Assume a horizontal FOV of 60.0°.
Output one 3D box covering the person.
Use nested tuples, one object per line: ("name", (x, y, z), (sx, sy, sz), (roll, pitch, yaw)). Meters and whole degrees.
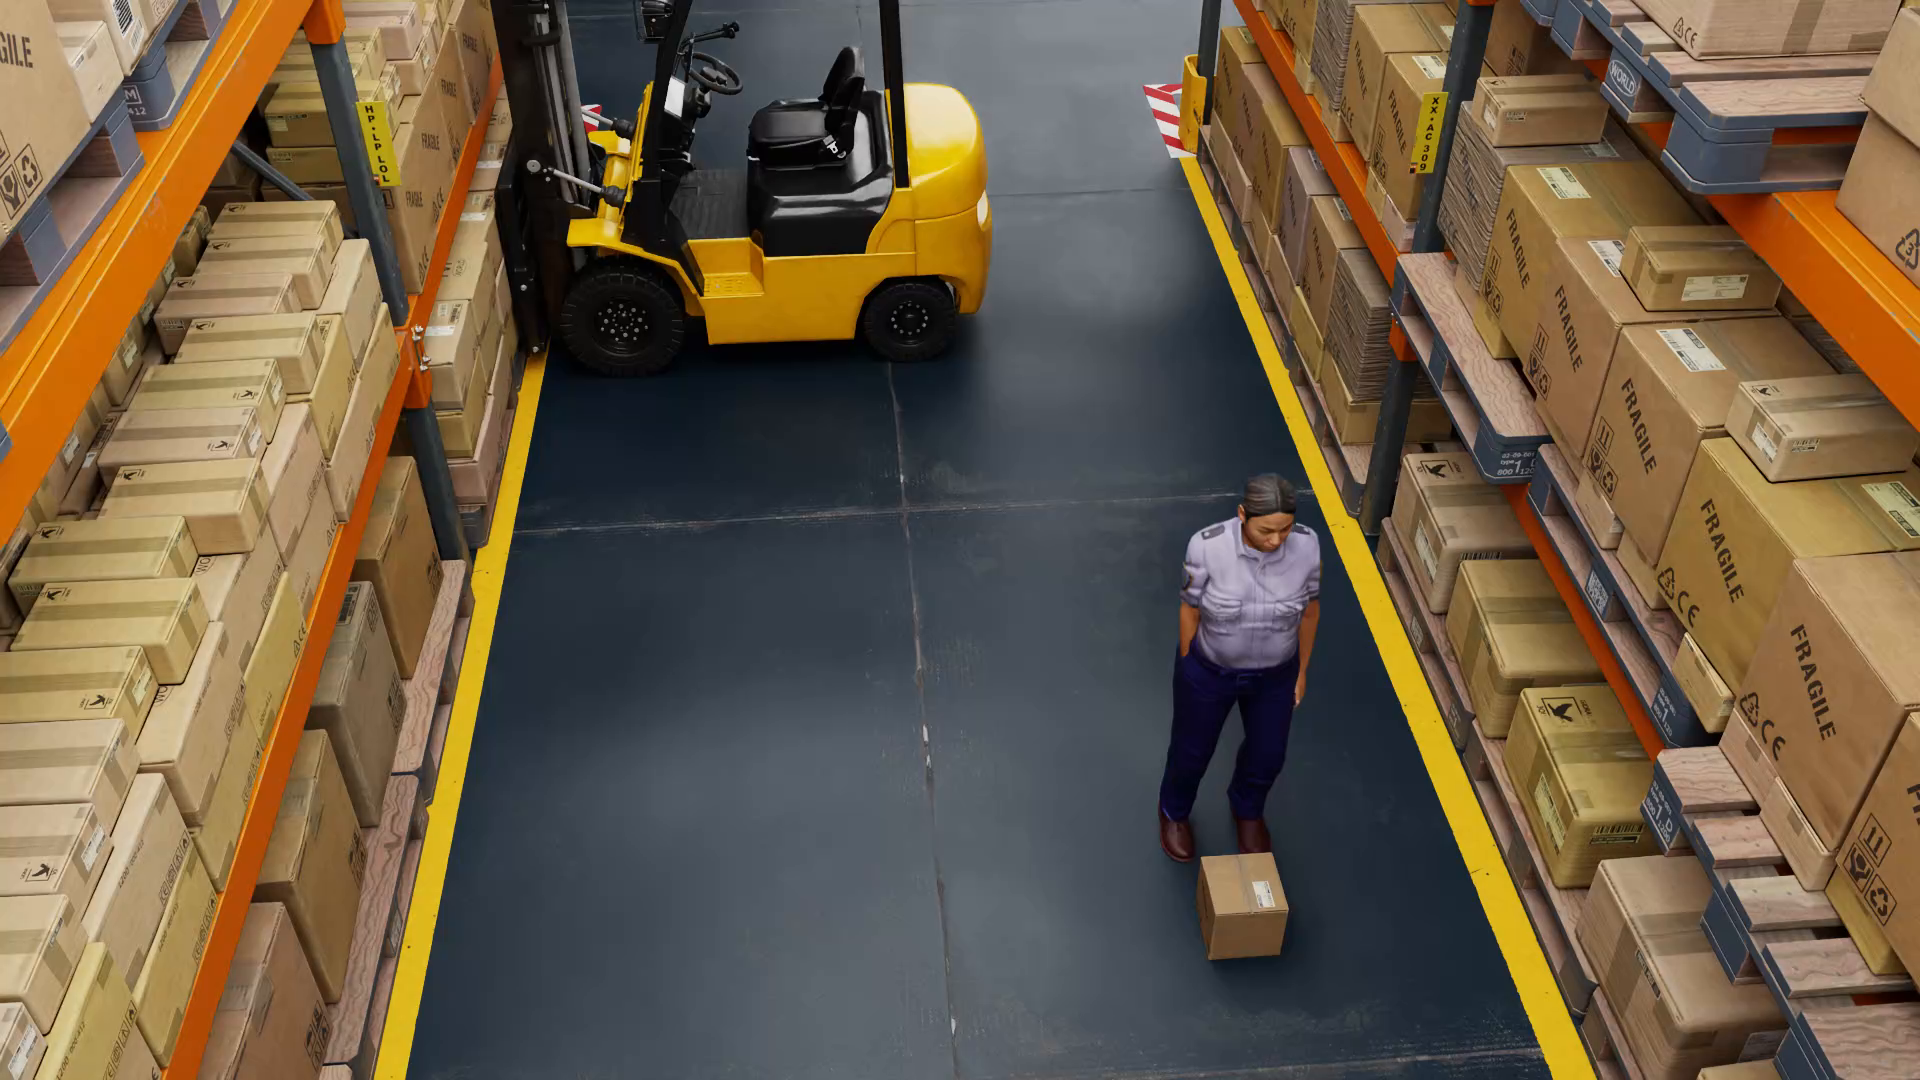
("person", (0.959, 0.442, 5.639), (0.472, 1.645, 0.340), (-2, 39, -3))
